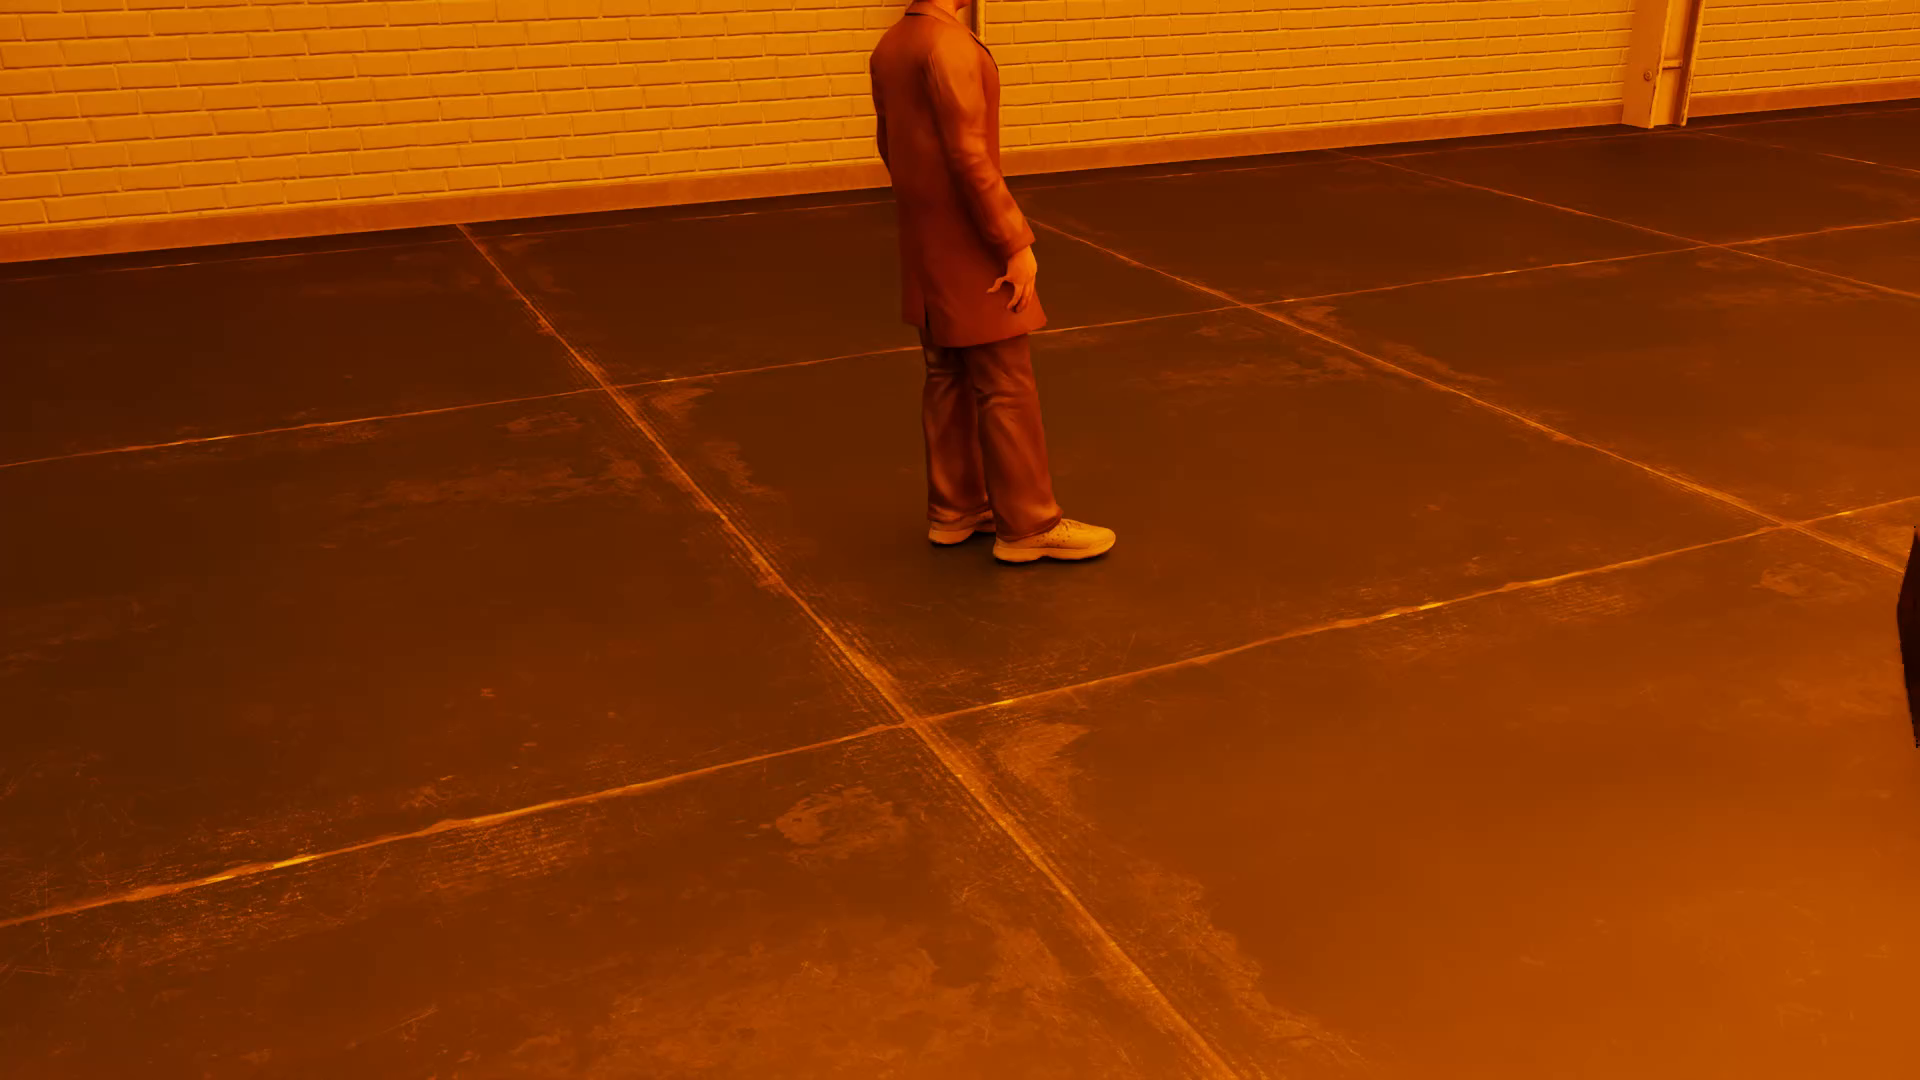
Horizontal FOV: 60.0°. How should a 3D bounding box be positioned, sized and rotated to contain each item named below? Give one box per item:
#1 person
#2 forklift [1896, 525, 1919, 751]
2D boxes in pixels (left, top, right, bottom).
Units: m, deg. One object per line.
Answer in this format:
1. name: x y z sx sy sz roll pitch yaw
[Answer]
1. person: 0.085 -0.841 4.796 0.579 1.778 0.696 -10 25 -23
2. forklift: 3.715 -0.706 2.986 3.031 2.935 1.130 10 24 22
